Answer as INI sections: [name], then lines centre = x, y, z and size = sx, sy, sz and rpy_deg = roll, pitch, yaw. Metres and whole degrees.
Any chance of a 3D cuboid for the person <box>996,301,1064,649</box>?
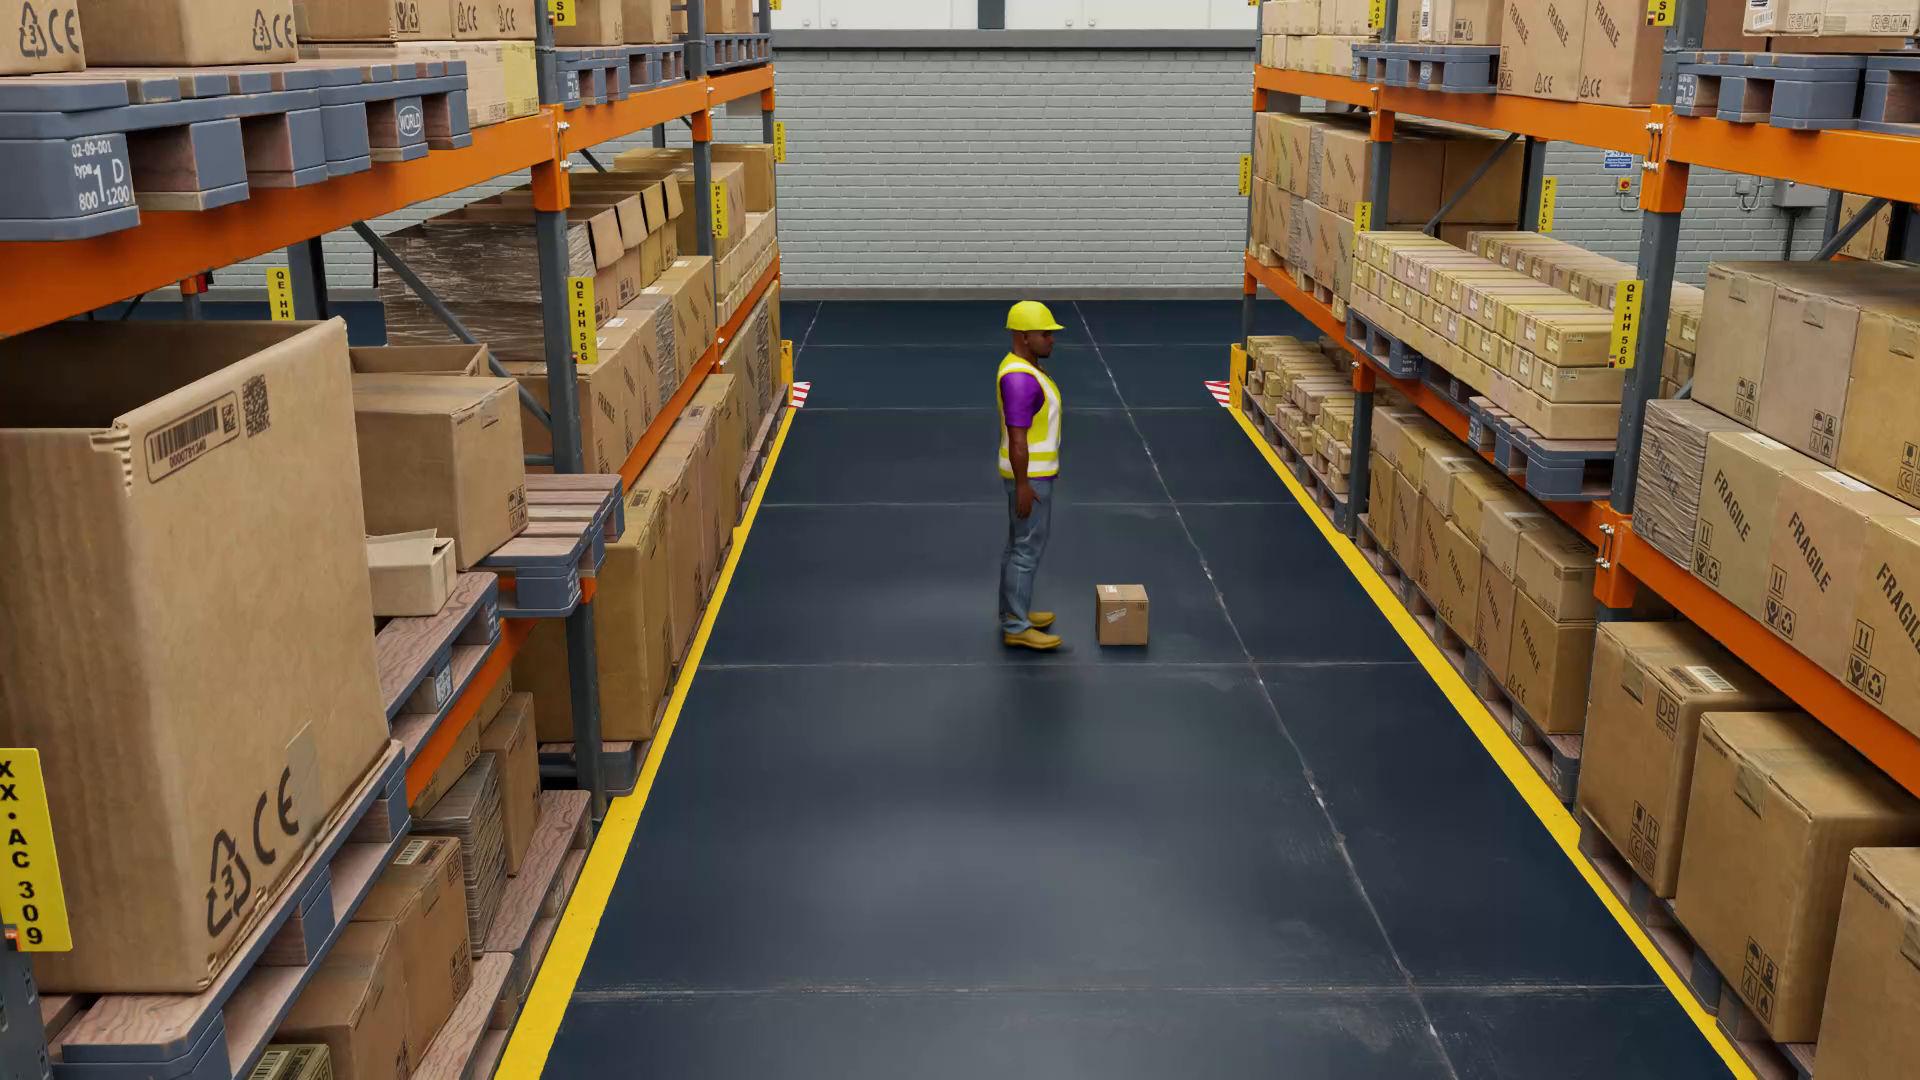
[person]
centre = 0.357, -0.345, 8.569
size = 0.348, 1.769, 0.579
rpy_deg = 0, 17, 1
